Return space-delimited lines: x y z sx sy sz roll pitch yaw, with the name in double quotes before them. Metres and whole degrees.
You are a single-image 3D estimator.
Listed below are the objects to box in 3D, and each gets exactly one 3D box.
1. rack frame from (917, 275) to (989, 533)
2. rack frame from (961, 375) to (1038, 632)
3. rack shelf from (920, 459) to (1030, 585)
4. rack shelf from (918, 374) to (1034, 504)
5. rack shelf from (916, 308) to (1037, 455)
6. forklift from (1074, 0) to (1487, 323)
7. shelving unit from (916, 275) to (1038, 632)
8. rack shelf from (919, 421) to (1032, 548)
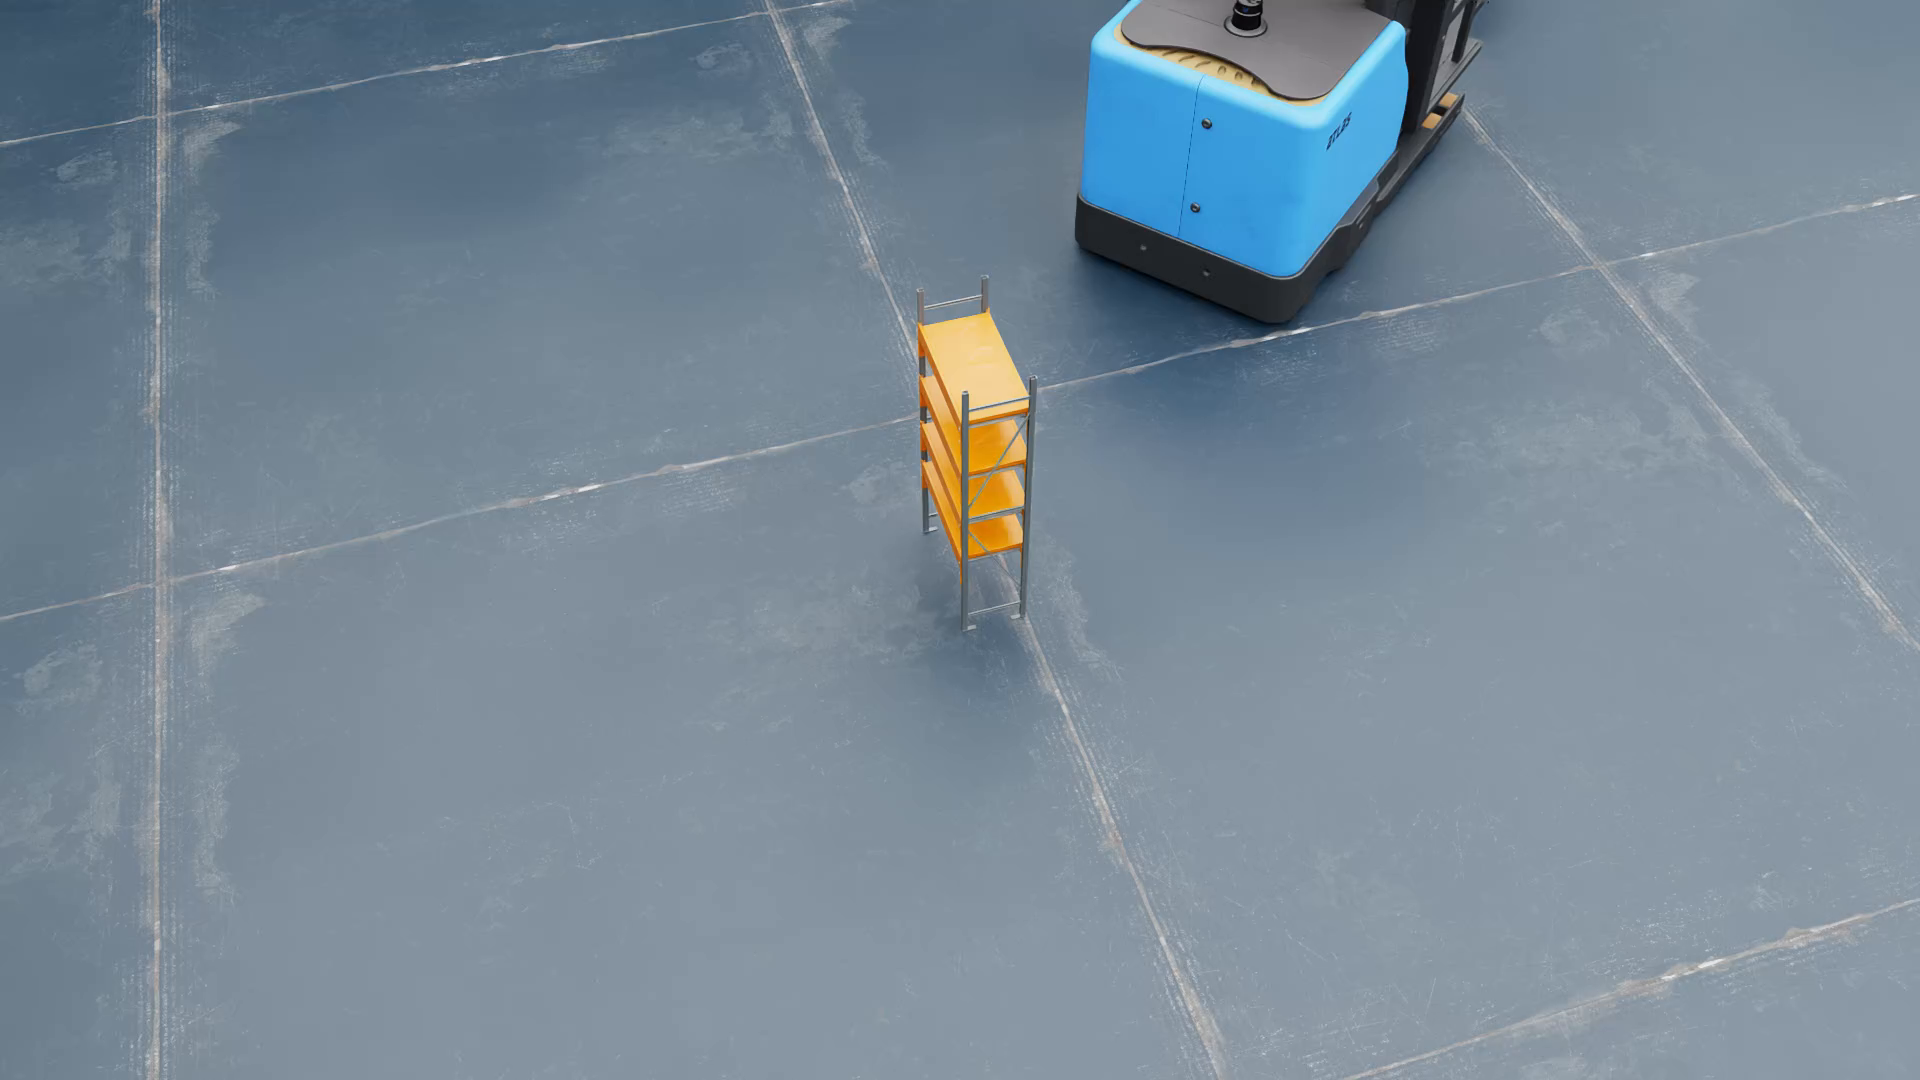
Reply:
"rack frame" -0.023 -0.444 5.840 0.240 1.200 0.015 -13 51 -11
"rack frame" 0.121 -0.088 5.539 0.240 1.200 0.015 -13 51 -11
"rack shelf" 0.049 -0.094 5.893 0.258 0.148 0.480 -13 51 -11
"rack shelf" 0.049 -0.367 5.570 0.258 0.148 0.480 -13 51 -11
"rack shelf" 0.049 -0.519 5.389 0.258 0.148 0.480 -13 51 -11
"forklift" 1.725 -2.957 6.826 1.130 2.935 3.031 26 55 21
"shelving unit" 0.049 -0.266 5.689 0.258 1.200 0.503 -13 51 -11
"rack shelf" 0.049 -0.222 5.741 0.258 0.148 0.480 -13 51 -11
